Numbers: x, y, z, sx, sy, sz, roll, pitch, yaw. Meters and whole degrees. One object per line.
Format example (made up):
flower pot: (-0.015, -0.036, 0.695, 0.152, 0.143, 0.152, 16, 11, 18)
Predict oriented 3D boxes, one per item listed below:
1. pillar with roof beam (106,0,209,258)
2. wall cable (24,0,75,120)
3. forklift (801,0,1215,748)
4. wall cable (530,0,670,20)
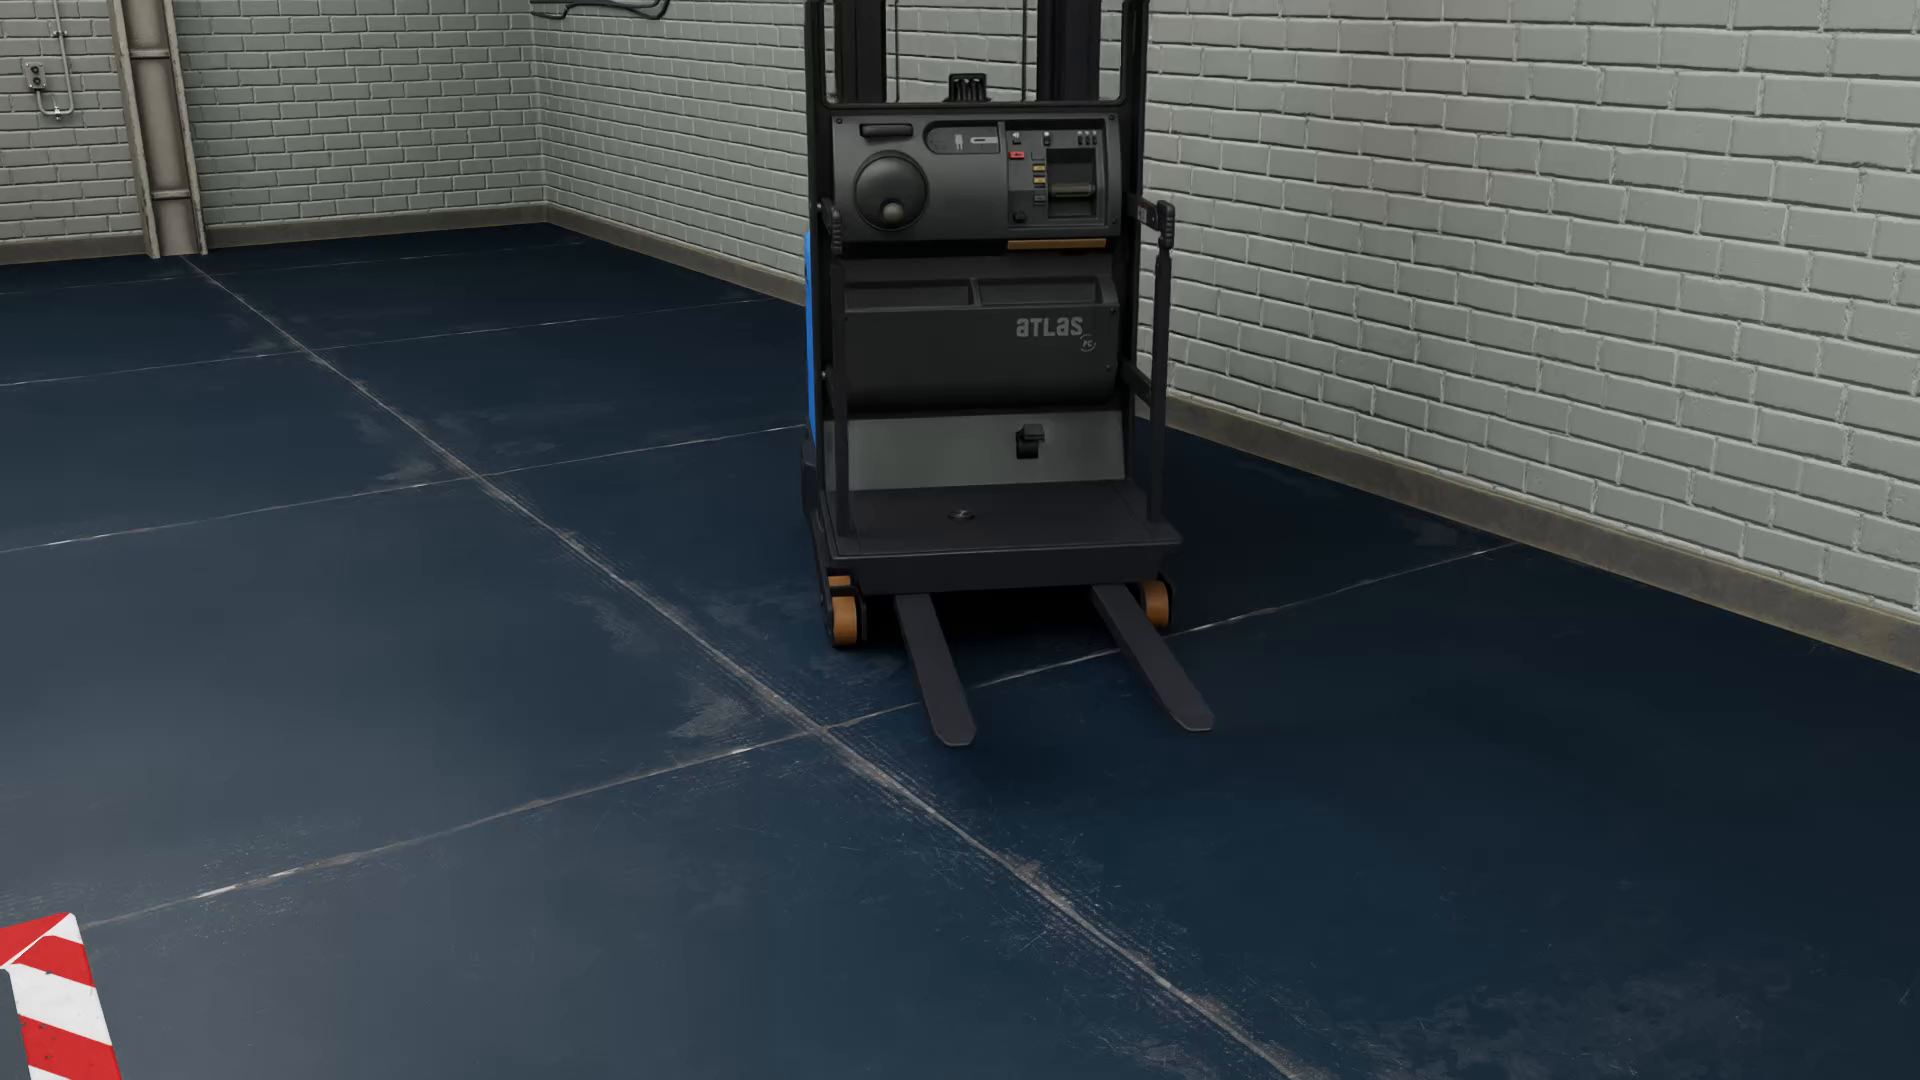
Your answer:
pillar with roof beam: (-3.624, -5.304, 7.884, 0.400, 9.000, 9.100, -12, 22, -31)
wall cable: (-7.222, -3.867, 11.412, 1.851, 1.984, 0.084, -12, 22, -31)
forklift: (0.089, -1.170, 5.128, 1.130, 2.935, 3.031, -3, 19, -8)
wall cable: (-2.851, -5.178, 12.360, 0.112, 2.526, 3.097, -12, 22, -31)
